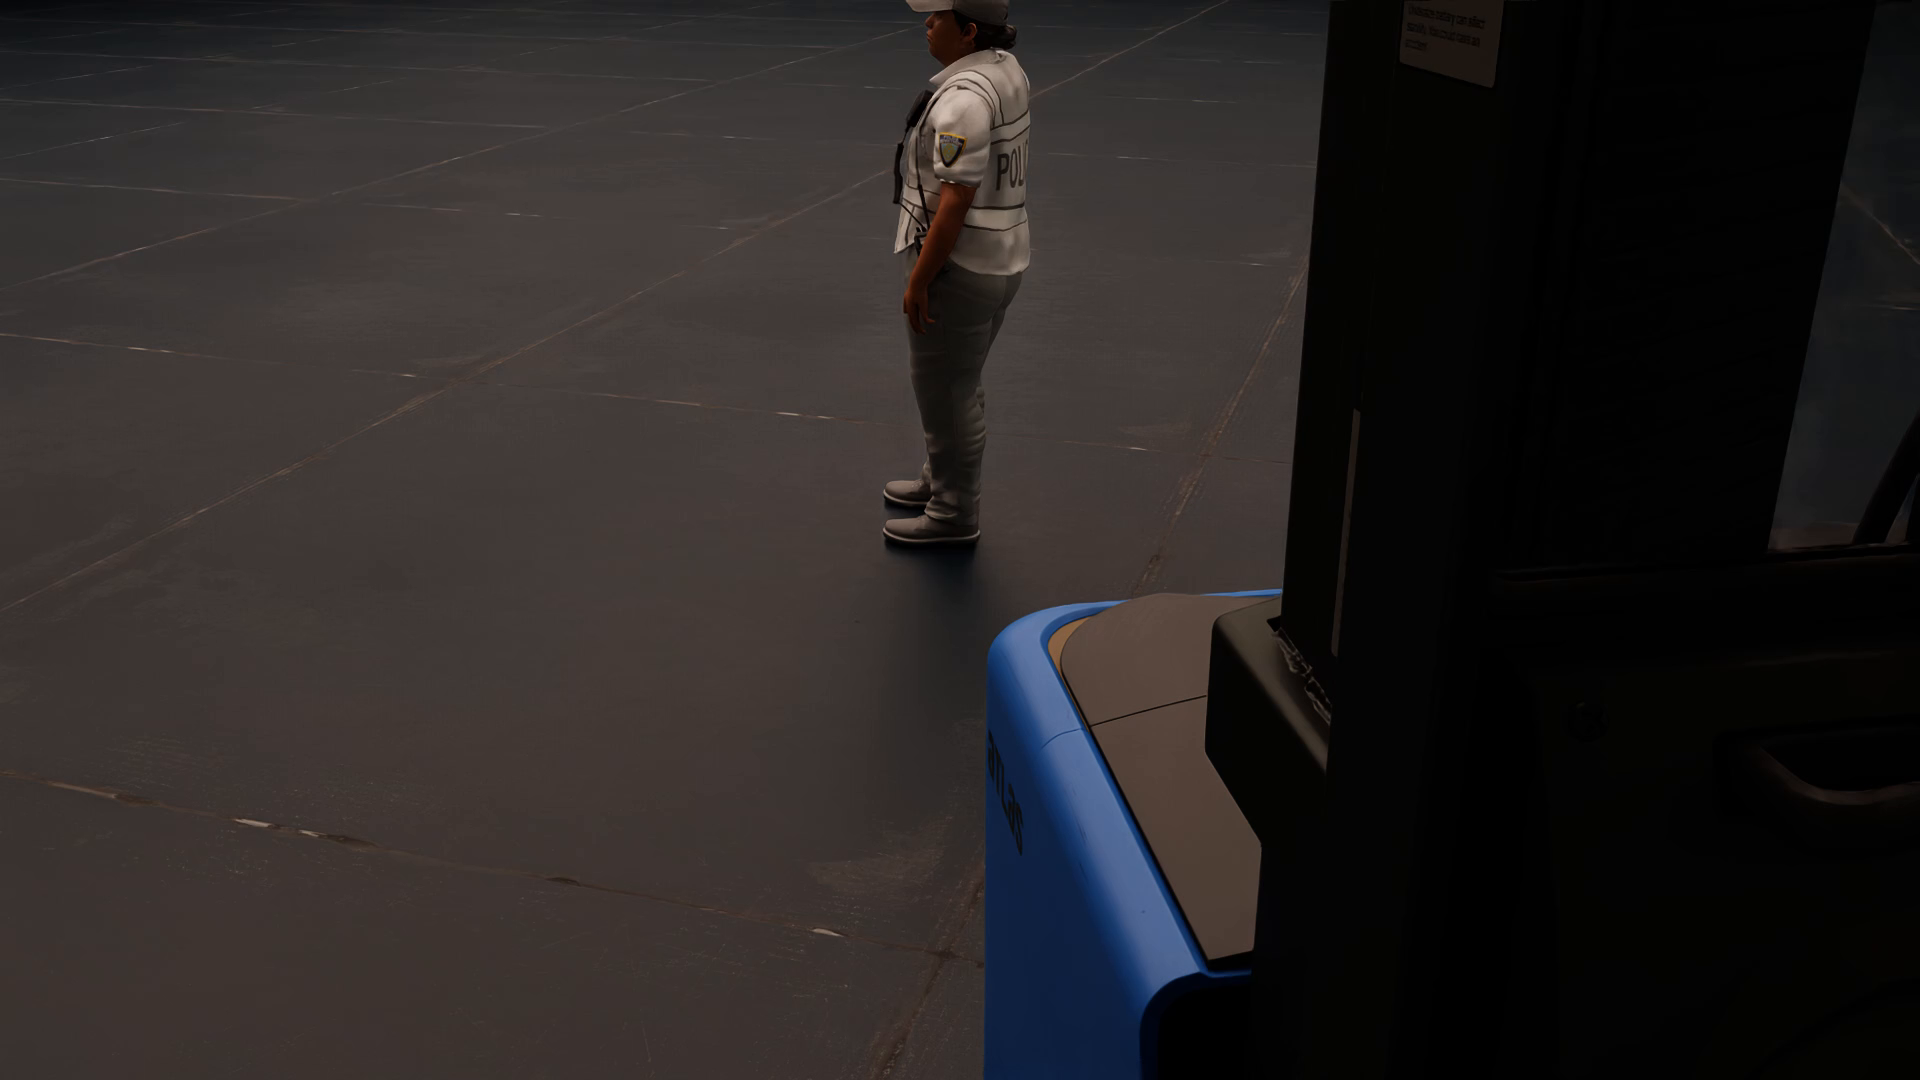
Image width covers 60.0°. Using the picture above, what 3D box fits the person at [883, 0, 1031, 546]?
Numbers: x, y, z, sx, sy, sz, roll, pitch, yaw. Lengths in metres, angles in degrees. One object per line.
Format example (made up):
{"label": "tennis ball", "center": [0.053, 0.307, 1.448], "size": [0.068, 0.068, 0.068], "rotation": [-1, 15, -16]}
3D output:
{"label": "person", "center": [-0.066, -0.795, 4.841], "size": [0.529, 1.670, 0.598], "rotation": [7, 23, 16]}
